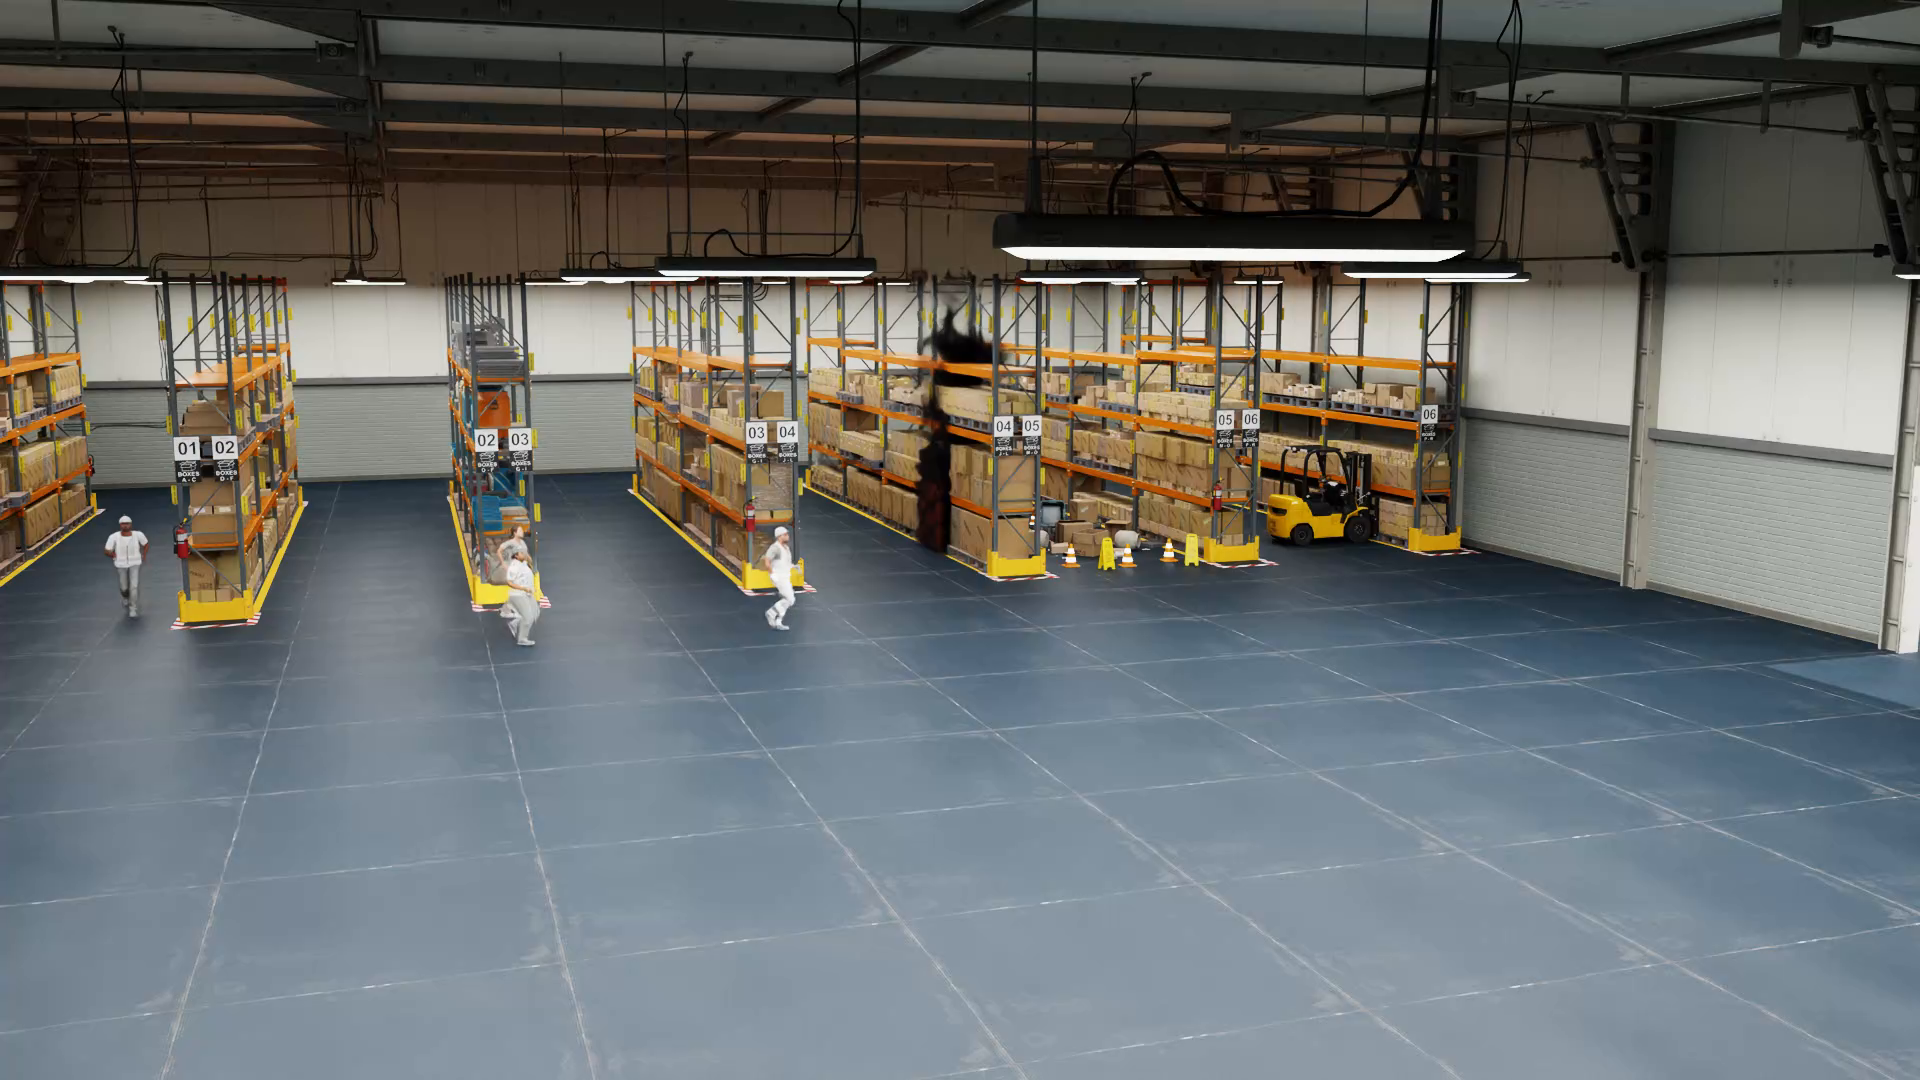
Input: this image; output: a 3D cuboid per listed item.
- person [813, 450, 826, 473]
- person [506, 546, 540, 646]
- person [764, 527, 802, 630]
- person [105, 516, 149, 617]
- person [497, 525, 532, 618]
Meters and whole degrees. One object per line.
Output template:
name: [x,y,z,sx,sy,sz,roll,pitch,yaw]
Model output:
person: [-4.129,-2.598,49.621,0.854,1.689,0.665,-5,10,-30]
person: [-7.092,0.890,26.850,0.575,1.617,0.604,2,9,10]
person: [-2.982,0.644,28.025,0.584,1.749,0.669,2,9,12]
person: [-14.604,0.448,29.191,0.703,1.739,0.943,-4,10,-25]
person: [-7.708,0.552,28.974,0.641,1.645,0.564,1,9,10]
